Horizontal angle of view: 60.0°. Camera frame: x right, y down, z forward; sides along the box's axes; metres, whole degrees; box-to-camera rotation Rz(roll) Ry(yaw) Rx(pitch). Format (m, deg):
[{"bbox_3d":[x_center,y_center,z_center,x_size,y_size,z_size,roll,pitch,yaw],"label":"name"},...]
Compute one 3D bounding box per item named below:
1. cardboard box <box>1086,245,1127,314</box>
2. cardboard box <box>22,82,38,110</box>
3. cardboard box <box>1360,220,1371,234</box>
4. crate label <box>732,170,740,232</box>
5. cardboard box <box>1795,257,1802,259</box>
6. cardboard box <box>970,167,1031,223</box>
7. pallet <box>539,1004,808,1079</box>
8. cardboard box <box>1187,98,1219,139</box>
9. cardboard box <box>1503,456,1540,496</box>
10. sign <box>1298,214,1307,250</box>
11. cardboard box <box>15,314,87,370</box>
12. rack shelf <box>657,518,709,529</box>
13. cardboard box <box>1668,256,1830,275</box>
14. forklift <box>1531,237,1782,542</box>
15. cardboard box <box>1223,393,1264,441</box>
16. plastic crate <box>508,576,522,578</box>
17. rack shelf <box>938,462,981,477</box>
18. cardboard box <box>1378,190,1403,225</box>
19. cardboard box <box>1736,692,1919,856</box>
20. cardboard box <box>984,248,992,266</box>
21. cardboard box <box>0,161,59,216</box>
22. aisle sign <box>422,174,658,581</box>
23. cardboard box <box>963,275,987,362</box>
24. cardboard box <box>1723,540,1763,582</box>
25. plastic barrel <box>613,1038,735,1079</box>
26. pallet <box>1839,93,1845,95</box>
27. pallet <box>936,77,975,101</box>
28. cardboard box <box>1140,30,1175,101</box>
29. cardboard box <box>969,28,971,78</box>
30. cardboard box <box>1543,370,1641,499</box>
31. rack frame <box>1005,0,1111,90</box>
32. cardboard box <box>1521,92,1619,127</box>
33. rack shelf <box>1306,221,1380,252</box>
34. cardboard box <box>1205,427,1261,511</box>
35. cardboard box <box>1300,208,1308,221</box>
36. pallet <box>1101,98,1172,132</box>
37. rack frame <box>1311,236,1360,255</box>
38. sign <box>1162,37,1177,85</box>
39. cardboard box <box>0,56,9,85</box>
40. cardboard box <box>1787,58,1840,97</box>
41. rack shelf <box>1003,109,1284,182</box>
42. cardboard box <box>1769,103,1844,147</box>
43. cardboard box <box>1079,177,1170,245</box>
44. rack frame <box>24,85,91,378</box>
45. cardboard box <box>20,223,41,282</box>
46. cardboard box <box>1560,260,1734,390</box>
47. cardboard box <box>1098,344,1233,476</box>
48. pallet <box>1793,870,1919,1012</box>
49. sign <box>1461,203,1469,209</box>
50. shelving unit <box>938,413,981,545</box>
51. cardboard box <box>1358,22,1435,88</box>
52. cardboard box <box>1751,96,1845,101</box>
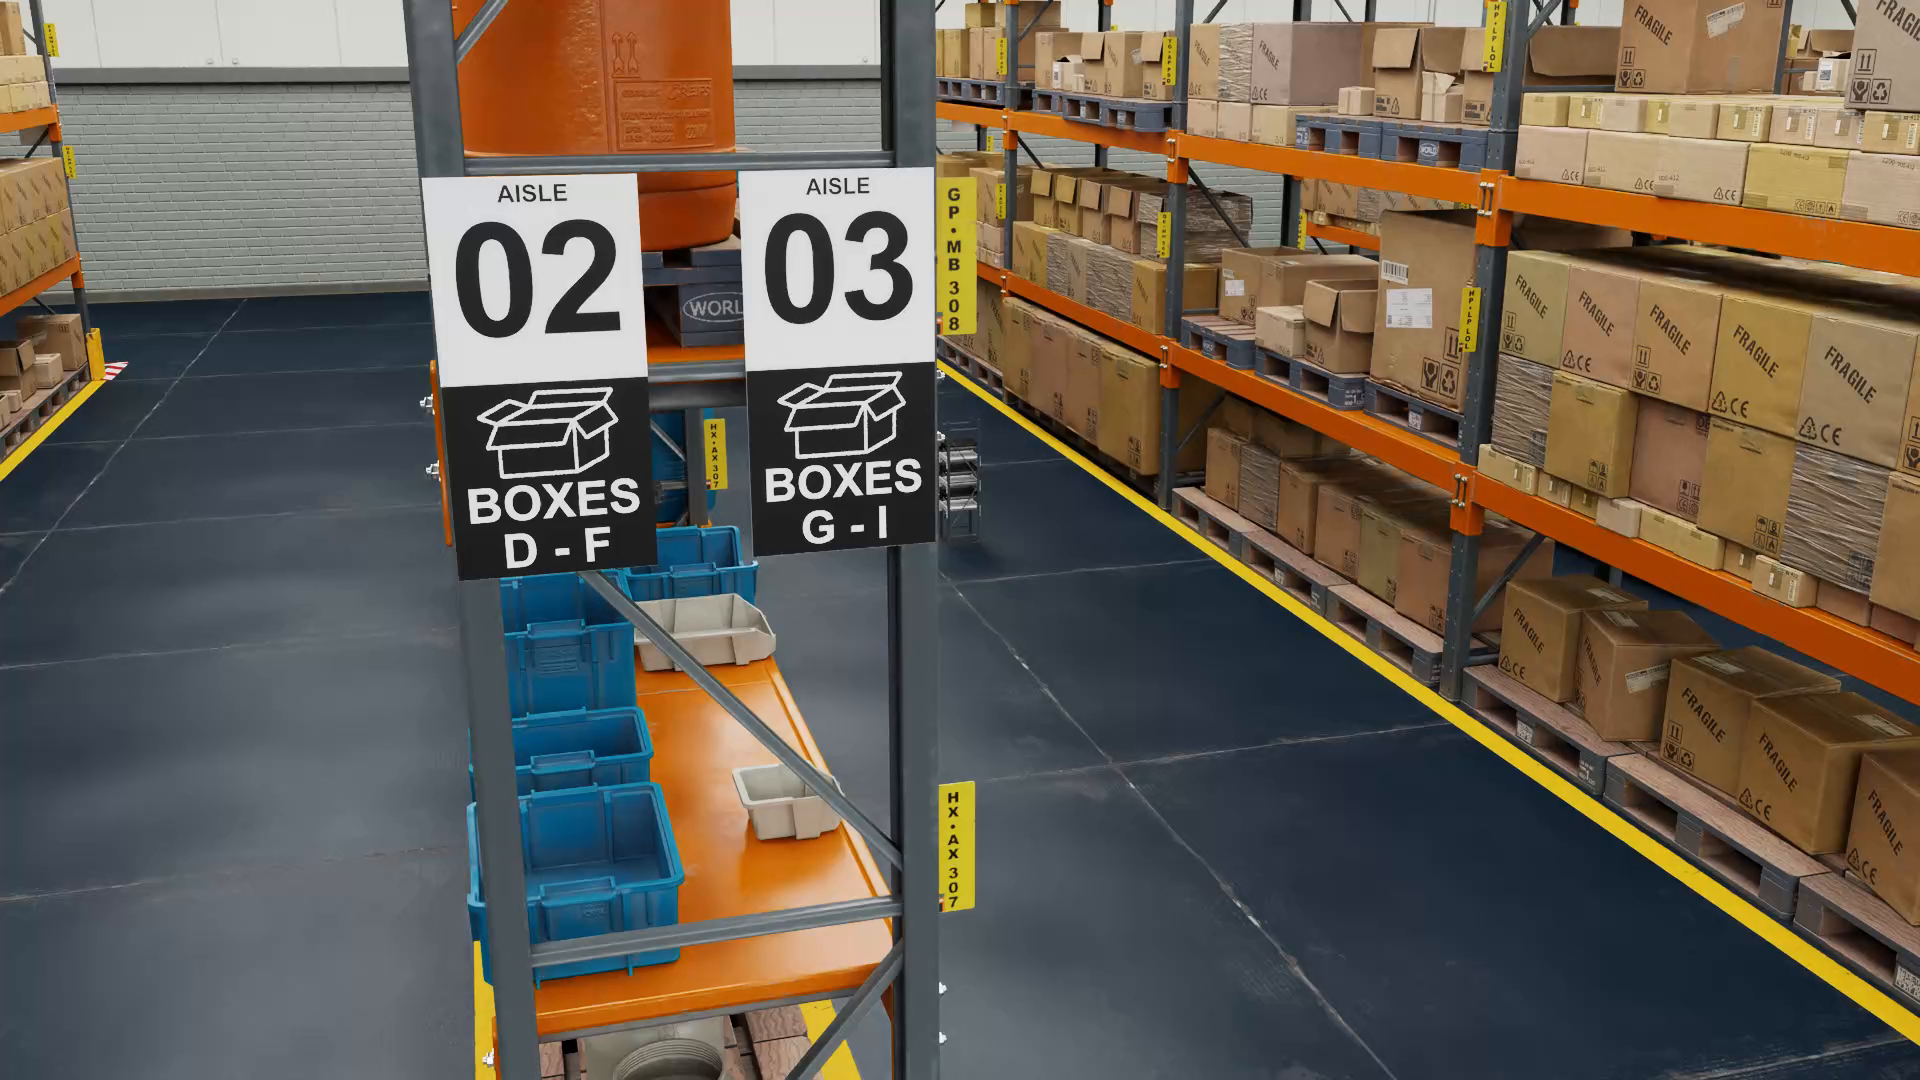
[{"bbox_3d":[1.368,-2.160,13.754,0.500,0.500,0.500,-5,18,-17],"label":"cardboard box"},{"bbox_3d":[-9.183,-4.248,15.927,0.500,0.250,0.500,-5,17,-15],"label":"cardboard box"},{"bbox_3d":[4.869,-3.627,19.249,0.380,0.149,0.250,-4,17,-13],"label":"cardboard box"},{"bbox_3d":[-0.741,-1.018,5.171,0.502,0.251,0.408,-5,17,-15],"label":"crate label"},{"bbox_3d":[6.930,-2.479,13.080,0.700,0.500,0.500,-5,17,-16],"label":"cardboard box"},{"bbox_3d":[0.403,-3.494,16.811,0.500,0.500,0.500,-5,17,-15],"label":"cardboard box"},{"bbox_3d":[-1.160,1.647,6.101,1.003,0.211,1.213,-5,17,-15],"label":"pallet"},{"bbox_3d":[1.904,-2.928,11.532,0.500,0.250,0.500,-4,17,-14],"label":"cardboard box"},{"bbox_3d":[2.945,-0.333,8.283,0.380,0.149,0.250,-5,17,-15],"label":"cardboard box"},{"bbox_3d":[2.539,-2.275,12.438,0.100,0.325,0.005,-5,17,-15],"label":"sign"},{"bbox_3d":[-9.319,-2.027,17.065,0.500,0.500,0.500,-5,17,-15],"label":"cardboard box"},{"bbox_3d":[-2.193,-0.424,9.400,1.077,0.370,4.000,-5,17,-15],"label":"rack shelf"},{"bbox_3d":[3.646,-1.035,7.755,0.500,0.500,0.500,-5,17,-15],"label":"cardboard box"},{"bbox_3d":[4.767,-1.409,11.549,1.130,2.935,3.031,-5,17,-15],"label":"forklift"},{"bbox_3d":[2.232,-0.903,12.021,0.500,0.250,0.500,-4,17,-13],"label":"cardboard box"},{"bbox_3d":[-1.542,0.284,6.161,0.450,0.188,0.662,-5,17,-15],"label":"plastic crate"},{"bbox_3d":[-0.002,-0.487,11.814,0.258,0.077,0.200,-5,17,-15],"label":"rack shelf"},{"bbox_3d":[5.035,-3.767,18.588,0.500,0.500,0.500,-5,17,-16],"label":"cardboard box"},{"bbox_3d":[3.711,0.984,7.076,0.500,0.500,0.500,-3,17,-10],"label":"cardboard box"},{"bbox_3d":[0.450,-2.829,16.593,0.380,0.149,0.250,-4,17,-14],"label":"cardboard box"},{"bbox_3d":[-9.179,-3.430,16.244,0.500,0.500,0.500,-4,17,-14],"label":"cardboard box"},{"bbox_3d":[-0.810,-0.310,3.253,0.394,0.787,0.004,-5,17,-15],"label":"aisle sign"},{"bbox_3d":[0.568,-2.441,17.828,0.875,0.875,0.875,-5,17,-15],"label":"cardboard box"},{"bbox_3d":[3.426,0.076,6.921,0.380,0.149,0.250,-5,17,-15],"label":"cardboard box"},{"bbox_3d":[-0.799,1.706,4.654,0.421,0.512,0.421,0,17,0],"label":"plastic barrel"},{"bbox_3d":[10.234,-5.224,19.071,1.003,0.211,1.213,-5,17,-15],"label":"pallet"},{"bbox_3d":[0.374,-4.778,17.584,1.003,0.211,1.213,-5,17,-15],"label":"pallet"},{"bbox_3d":[1.783,-3.563,12.477,0.797,0.503,0.637,-4,17,-12],"label":"cardboard box"},{"bbox_3d":[0.497,-5.070,17.324,0.700,0.500,0.500,-4,17,-13],"label":"cardboard box"},{"bbox_3d":[3.287,-0.527,7.800,0.875,0.500,0.500,-5,17,-15],"label":"cardboard box"},{"bbox_3d":[0.920,-5.693,15.262,1.000,3.000,0.127,-5,17,-15],"label":"rack frame"},{"bbox_3d":[2.912,-2.048,7.910,0.380,0.149,0.250,-5,17,-17],"label":"cardboard box"},{"bbox_3d":[5.167,-3.392,19.282,1.077,0.370,4.000,-5,17,-15],"label":"rack shelf"},{"bbox_3d":[2.223,-0.543,12.126,0.700,0.500,0.500,-6,18,-18],"label":"cardboard box"},{"bbox_3d":[4.392,-4.054,20.672,0.380,0.149,0.250,-5,17,-16],"label":"cardboard box"},{"bbox_3d":[1.792,-3.233,12.616,1.213,0.211,1.003,-4,17,-13],"label":"pallet"},{"bbox_3d":[4.618,-4.290,21.021,1.000,3.000,0.127,-5,17,-15],"label":"rack frame"},{"bbox_3d":[1.484,-3.394,11.786,0.100,0.325,0.005,-5,17,-15],"label":"sign"},{"bbox_3d":[-8.903,-4.211,14.936,0.500,0.250,0.500,-5,17,-15],"label":"cardboard box"},{"bbox_3d":[6.915,-3.741,13.804,0.500,0.500,0.500,-5,17,-15],"label":"cardboard box"},{"bbox_3d":[1.470,-3.358,13.955,1.077,0.370,4.000,-5,17,-15],"label":"rack shelf"},{"bbox_3d":[3.410,-1.622,6.491,0.380,0.149,0.250,-4,17,-14],"label":"cardboard box"},{"bbox_3d":[1.467,-2.811,14.177,0.797,0.503,0.637,-4,17,-13],"label":"cardboard box"},{"bbox_3d":[-9.705,-3.144,17.204,1.000,3.000,0.127,-5,17,-15],"label":"rack frame"},{"bbox_3d":[-8.904,-2.668,15.447,0.500,0.500,0.500,-5,17,-16],"label":"cardboard box"},{"bbox_3d":[3.137,-0.993,7.616,0.500,0.500,0.500,-5,17,-15],"label":"cardboard box"},{"bbox_3d":[1.850,-1.089,13.328,1.225,0.875,0.875,-6,18,-18],"label":"cardboard box"},{"bbox_3d":[4.008,1.587,6.303,1.003,0.211,1.213,-5,17,-15],"label":"pallet"},{"bbox_3d":[5.197,-3.553,17.063,0.100,0.325,0.005,-5,17,-15],"label":"sign"},{"bbox_3d":[-0.002,-0.433,11.830,0.258,0.900,0.210,-5,17,-15],"label":"shelving unit"},{"bbox_3d":[2.664,-3.046,10.621,0.500,0.500,0.500,-4,17,-14],"label":"cardboard box"},{"bbox_3d":[3.724,-1.877,7.342,0.380,0.149,0.250,-5,18,-17],"label":"cardboard box"}]
